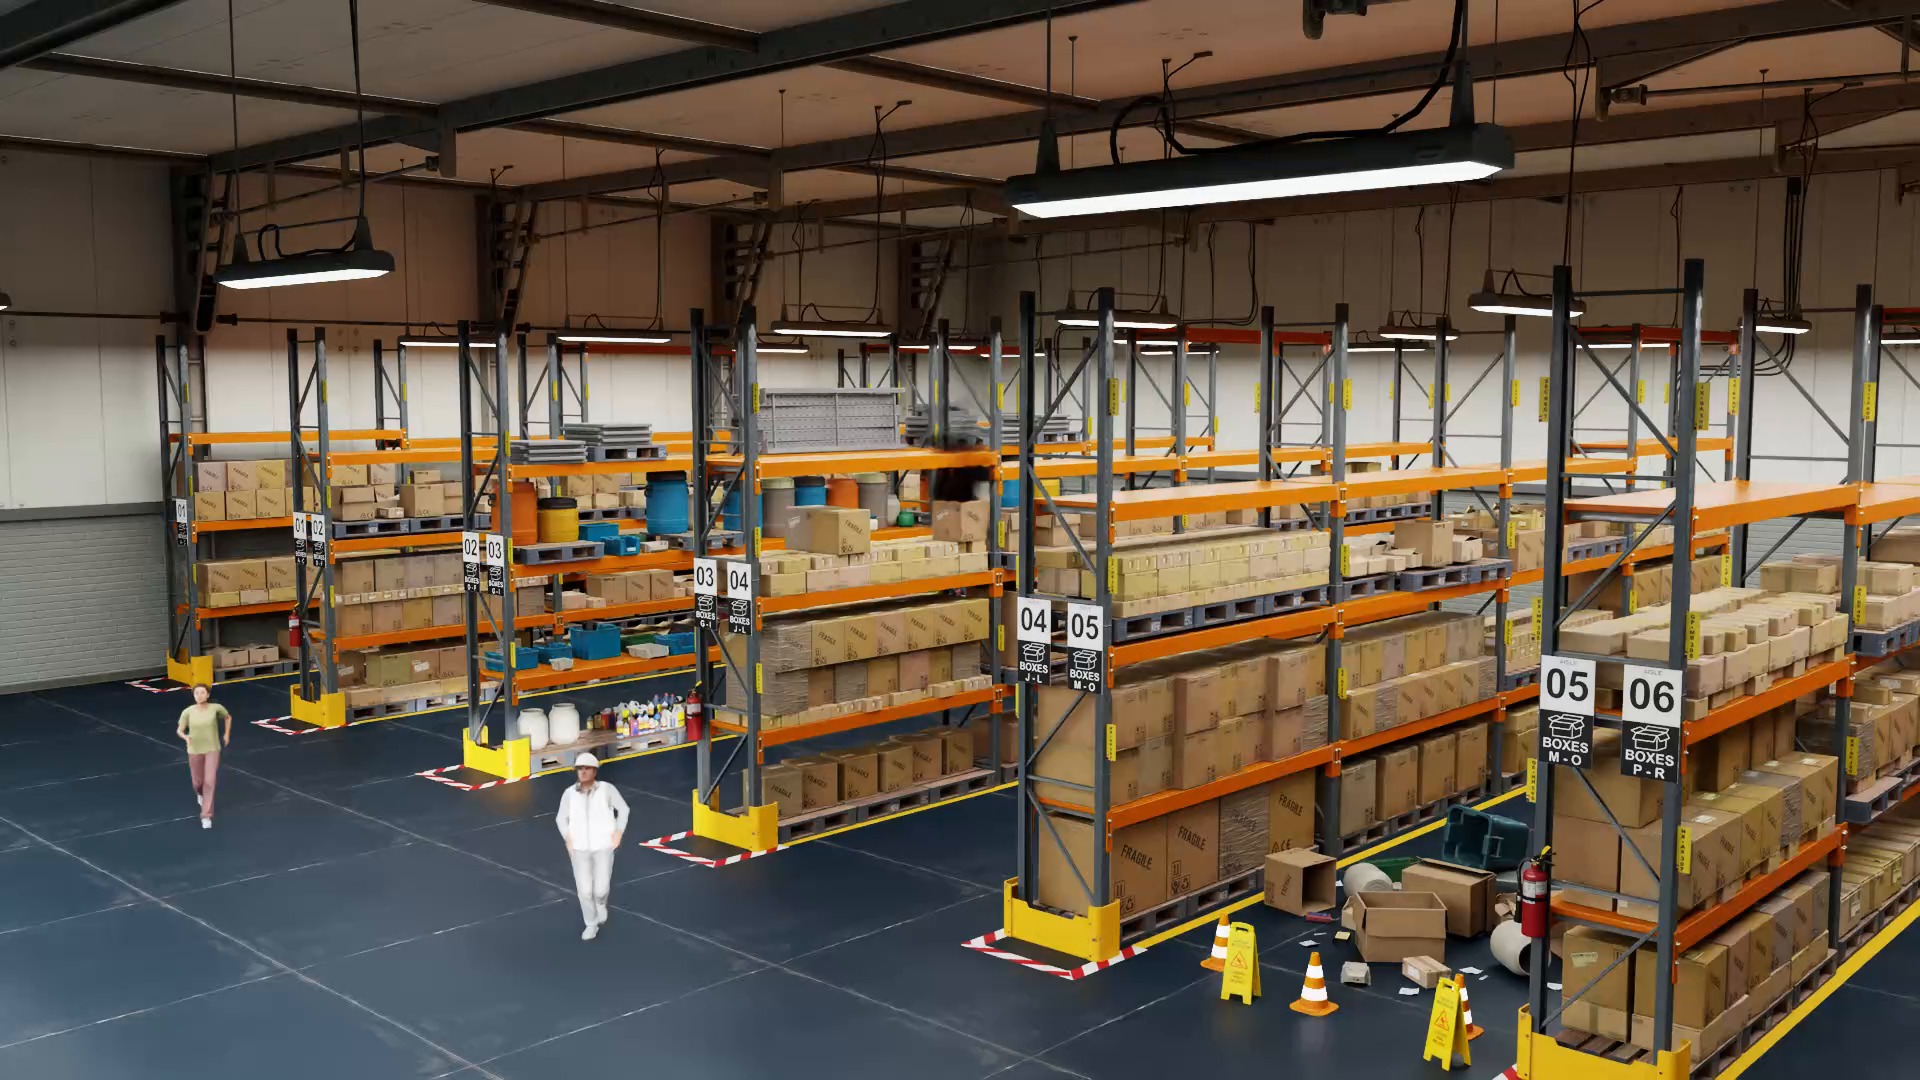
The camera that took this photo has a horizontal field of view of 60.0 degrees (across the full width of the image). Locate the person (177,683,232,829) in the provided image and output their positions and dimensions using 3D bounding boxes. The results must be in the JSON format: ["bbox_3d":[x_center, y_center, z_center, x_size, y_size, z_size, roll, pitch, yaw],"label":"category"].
[{"bbox_3d":[-8.915,2.504,19.639,0.592,1.644,0.945,-2,6,-22],"label":"person"}]

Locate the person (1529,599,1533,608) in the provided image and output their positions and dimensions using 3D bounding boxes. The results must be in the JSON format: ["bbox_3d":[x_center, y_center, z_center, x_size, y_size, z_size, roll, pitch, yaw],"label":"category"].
[{"bbox_3d":[9.315,1.795,26.825,0.830,1.776,0.672,-5,7,-43],"label":"person"}]

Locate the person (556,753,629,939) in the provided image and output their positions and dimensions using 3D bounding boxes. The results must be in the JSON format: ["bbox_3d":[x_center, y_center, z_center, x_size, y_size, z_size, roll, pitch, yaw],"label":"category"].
[{"bbox_3d":[-3.438,2.853,15.522,0.668,1.736,0.523,0,5,-4],"label":"person"}]
